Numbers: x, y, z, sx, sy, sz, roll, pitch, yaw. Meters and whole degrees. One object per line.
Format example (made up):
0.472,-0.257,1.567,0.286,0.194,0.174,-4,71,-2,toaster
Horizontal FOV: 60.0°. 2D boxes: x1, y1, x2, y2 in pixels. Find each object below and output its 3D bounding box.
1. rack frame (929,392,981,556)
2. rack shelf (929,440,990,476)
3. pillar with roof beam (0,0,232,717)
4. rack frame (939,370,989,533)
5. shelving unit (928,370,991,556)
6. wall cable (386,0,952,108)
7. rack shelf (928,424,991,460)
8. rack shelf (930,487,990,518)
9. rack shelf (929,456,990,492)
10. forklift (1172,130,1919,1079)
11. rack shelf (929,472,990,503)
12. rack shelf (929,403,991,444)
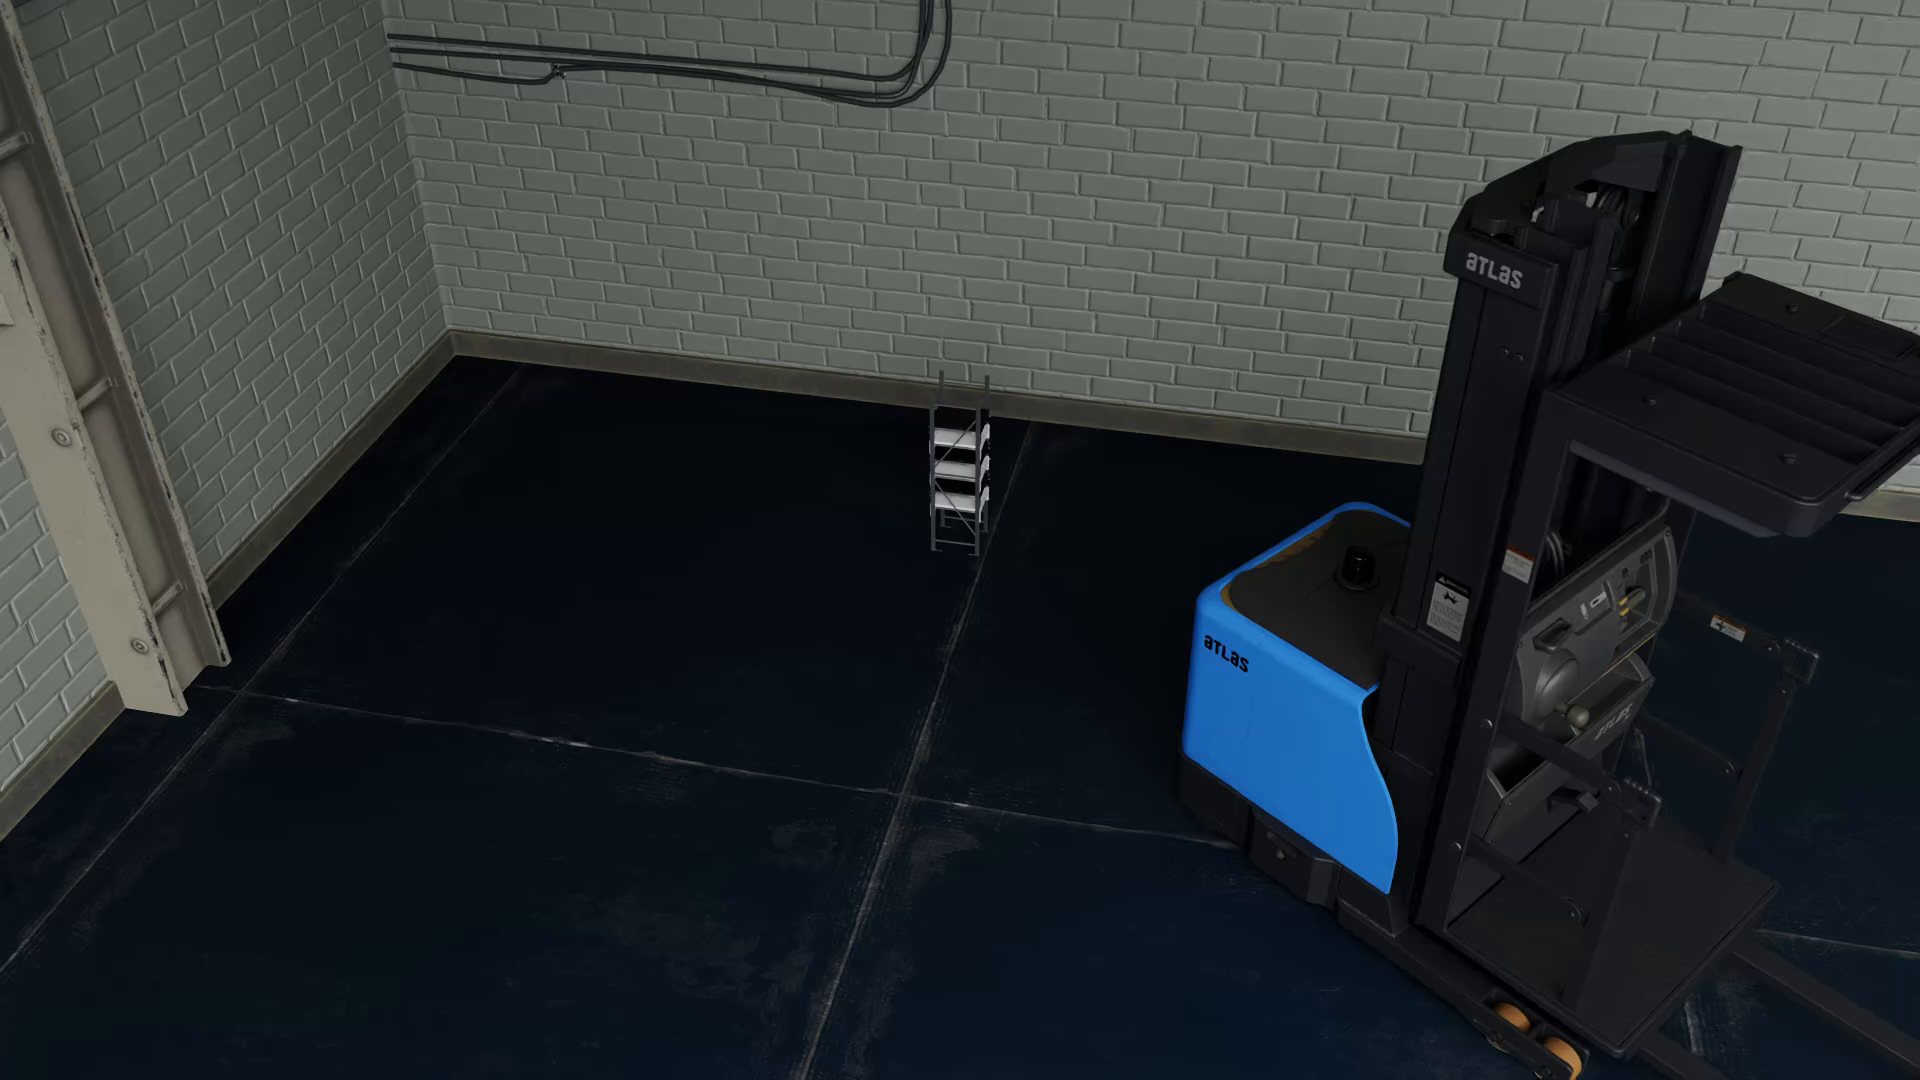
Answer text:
-0.023,-0.301,7.899,0.240,0.900,0.006,7,37,10,rack frame
-0.002,-0.406,7.946,0.258,0.077,0.200,7,37,10,rack shelf
0.729,-2.473,3.994,9.100,9.000,0.400,7,37,10,pillar with roof beam
0.020,-0.418,8.060,0.240,0.900,0.006,7,37,10,rack frame
-0.002,-0.360,7.979,0.258,0.900,0.210,7,37,10,shelving unit
-1.556,-3.278,7.751,3.097,2.526,0.112,7,37,10,wall cable
-0.002,-0.478,7.893,0.258,0.077,0.200,7,37,10,rack shelf
-0.002,-0.187,8.105,0.258,0.077,0.200,7,37,10,rack shelf
-0.002,-0.333,7.999,0.258,0.077,0.200,7,37,10,rack shelf
2.214,0.338,5.286,1.130,2.935,3.031,-28,44,-33,forklift
-0.002,-0.260,8.052,0.258,0.077,0.200,7,37,10,rack shelf
-0.002,-0.551,7.841,0.258,0.077,0.200,7,37,10,rack shelf
